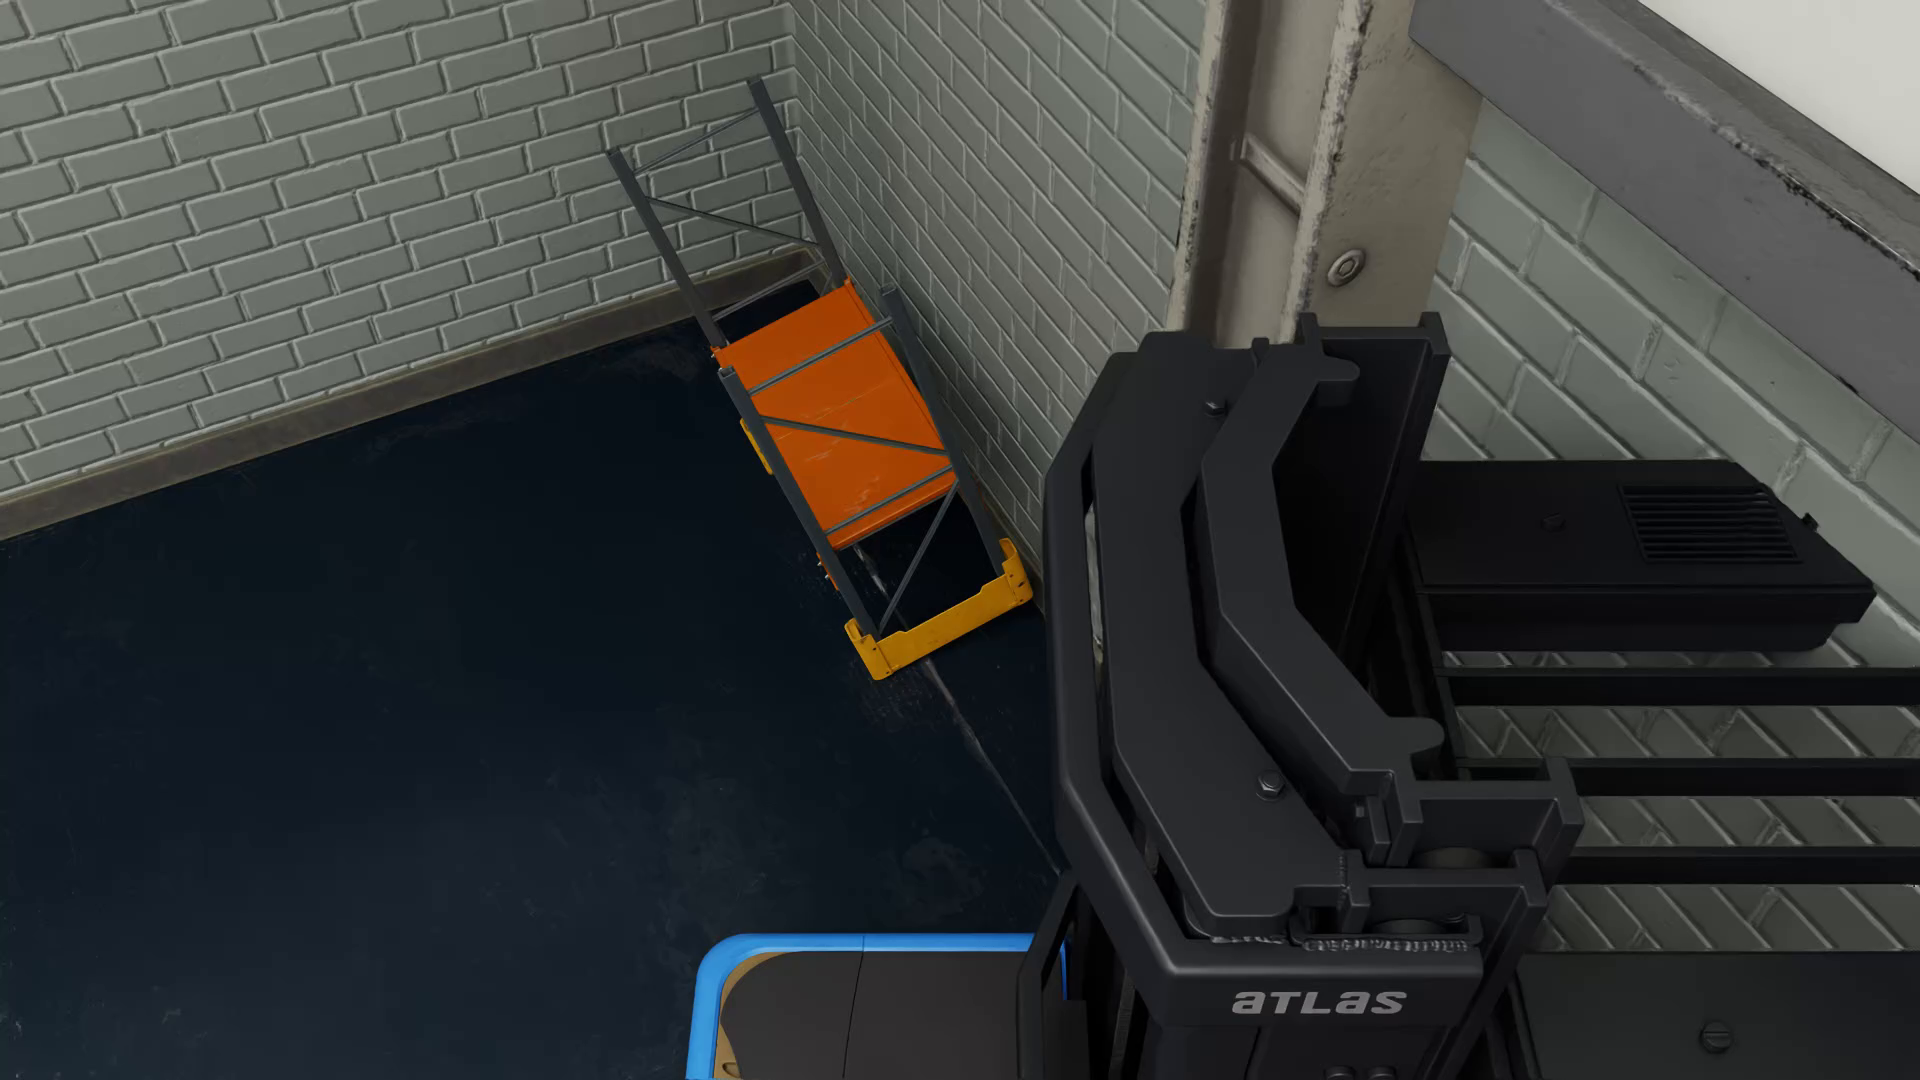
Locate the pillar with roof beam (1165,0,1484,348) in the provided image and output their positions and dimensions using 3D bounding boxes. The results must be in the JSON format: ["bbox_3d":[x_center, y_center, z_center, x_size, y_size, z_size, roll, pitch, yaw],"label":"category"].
[{"bbox_3d":[-3.180,-0.498,0.207,9.100,9.000,0.400,-21,52,-18],"label":"pillar with roof beam"}]

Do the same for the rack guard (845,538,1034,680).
[{"bbox_3d":[-0.061,0.223,5.289,0.587,0.250,0.087,-28,53,-4],"label":"rack guard"}]

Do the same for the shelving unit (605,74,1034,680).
[{"bbox_3d":[-0.414,-0.466,5.092,0.587,1.500,1.083,-28,53,-4],"label":"shelving unit"}]

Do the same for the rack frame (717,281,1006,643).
[{"bbox_3d":[-0.203,-0.112,4.780,0.500,1.500,0.032,-28,53,-4],"label":"rack frame"}]

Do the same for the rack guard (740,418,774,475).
[{"bbox_3d":[-0.467,-0.460,5.890,0.587,0.250,0.087,-28,53,-4],"label":"rack guard"}]

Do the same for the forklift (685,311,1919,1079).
[{"bbox_3d":[0.938,0.958,2.965,3.031,2.935,1.130,0,49,0],"label":"forklift"}]

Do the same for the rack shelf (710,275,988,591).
[{"bbox_3d":[-0.367,-0.360,5.230,0.538,0.185,1.000,-28,53,-4],"label":"rack shelf"}]

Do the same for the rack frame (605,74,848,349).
[{"bbox_3d":[-0.618,-0.809,5.393,0.500,1.500,0.032,-28,53,-4],"label":"rack frame"}]
